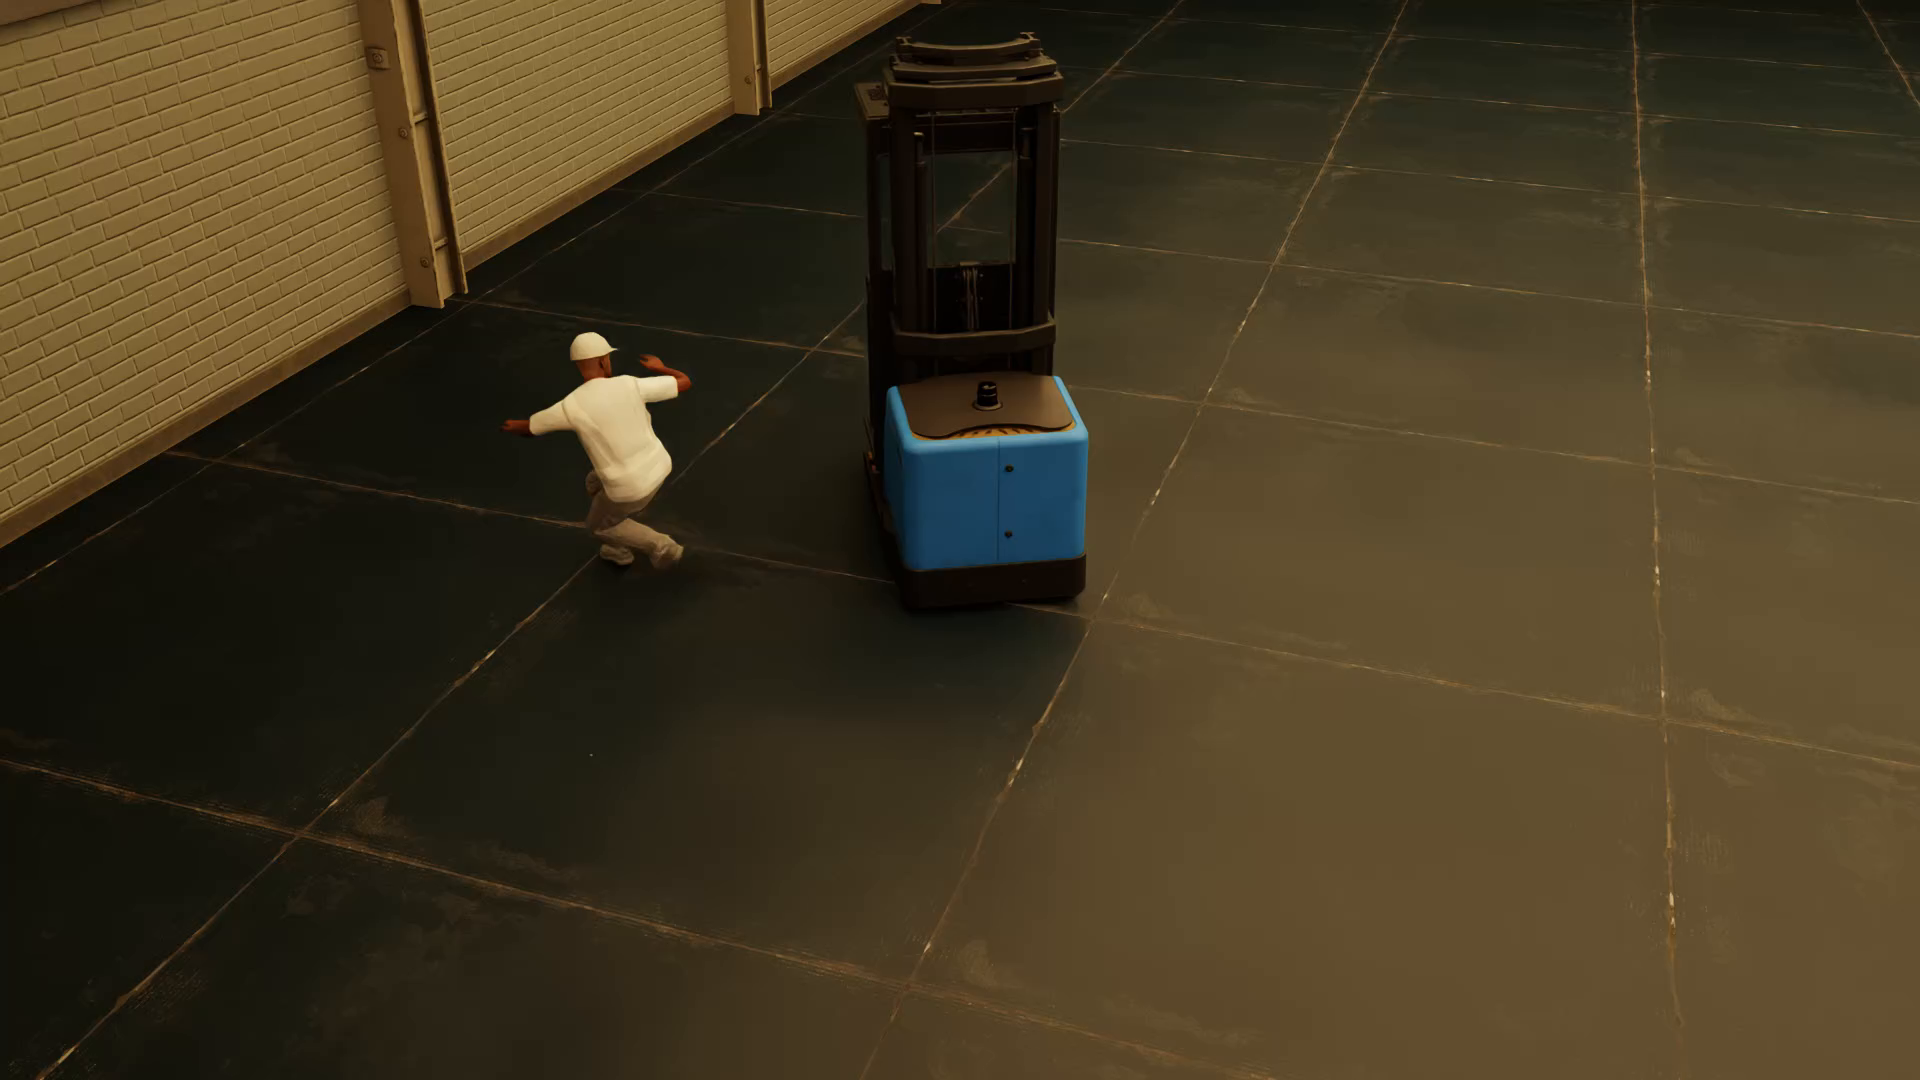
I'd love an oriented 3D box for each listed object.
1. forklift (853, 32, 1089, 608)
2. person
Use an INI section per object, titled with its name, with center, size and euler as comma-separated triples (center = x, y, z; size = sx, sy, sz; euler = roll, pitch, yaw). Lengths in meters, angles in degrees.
[forklift]
center = -0.024, -1.604, 9.951
size = 1.130, 2.935, 3.031
euler = -4, 30, -8
[person]
center = -2.048, -0.530, 9.544
size = 1.103, 1.482, 0.850
euler = 18, 34, 28
